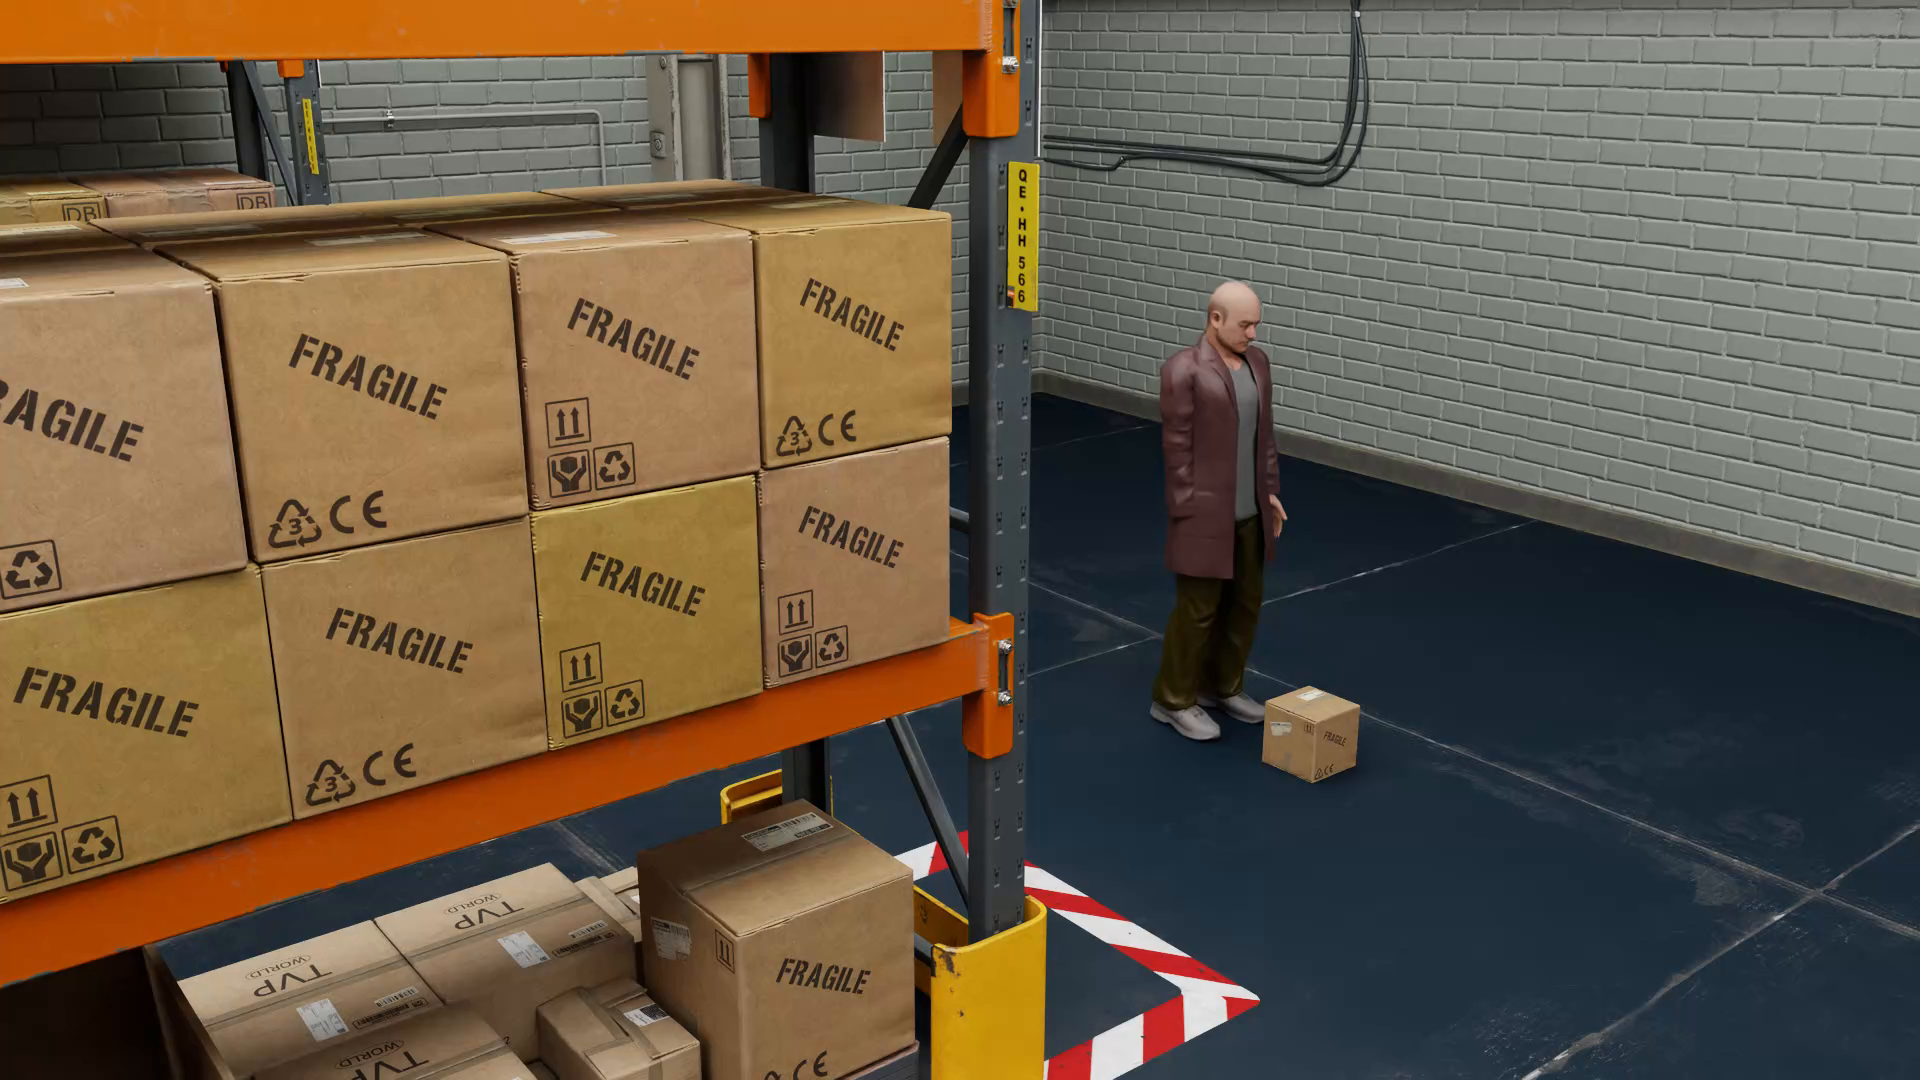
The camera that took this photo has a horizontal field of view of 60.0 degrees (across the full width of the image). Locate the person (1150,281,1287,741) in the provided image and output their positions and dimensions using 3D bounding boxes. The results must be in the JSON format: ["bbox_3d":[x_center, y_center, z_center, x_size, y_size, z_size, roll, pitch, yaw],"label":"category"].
[{"bbox_3d":[1.026,-0.119,6.473,0.562,1.772,0.377,-13,22,-35],"label":"person"}]
